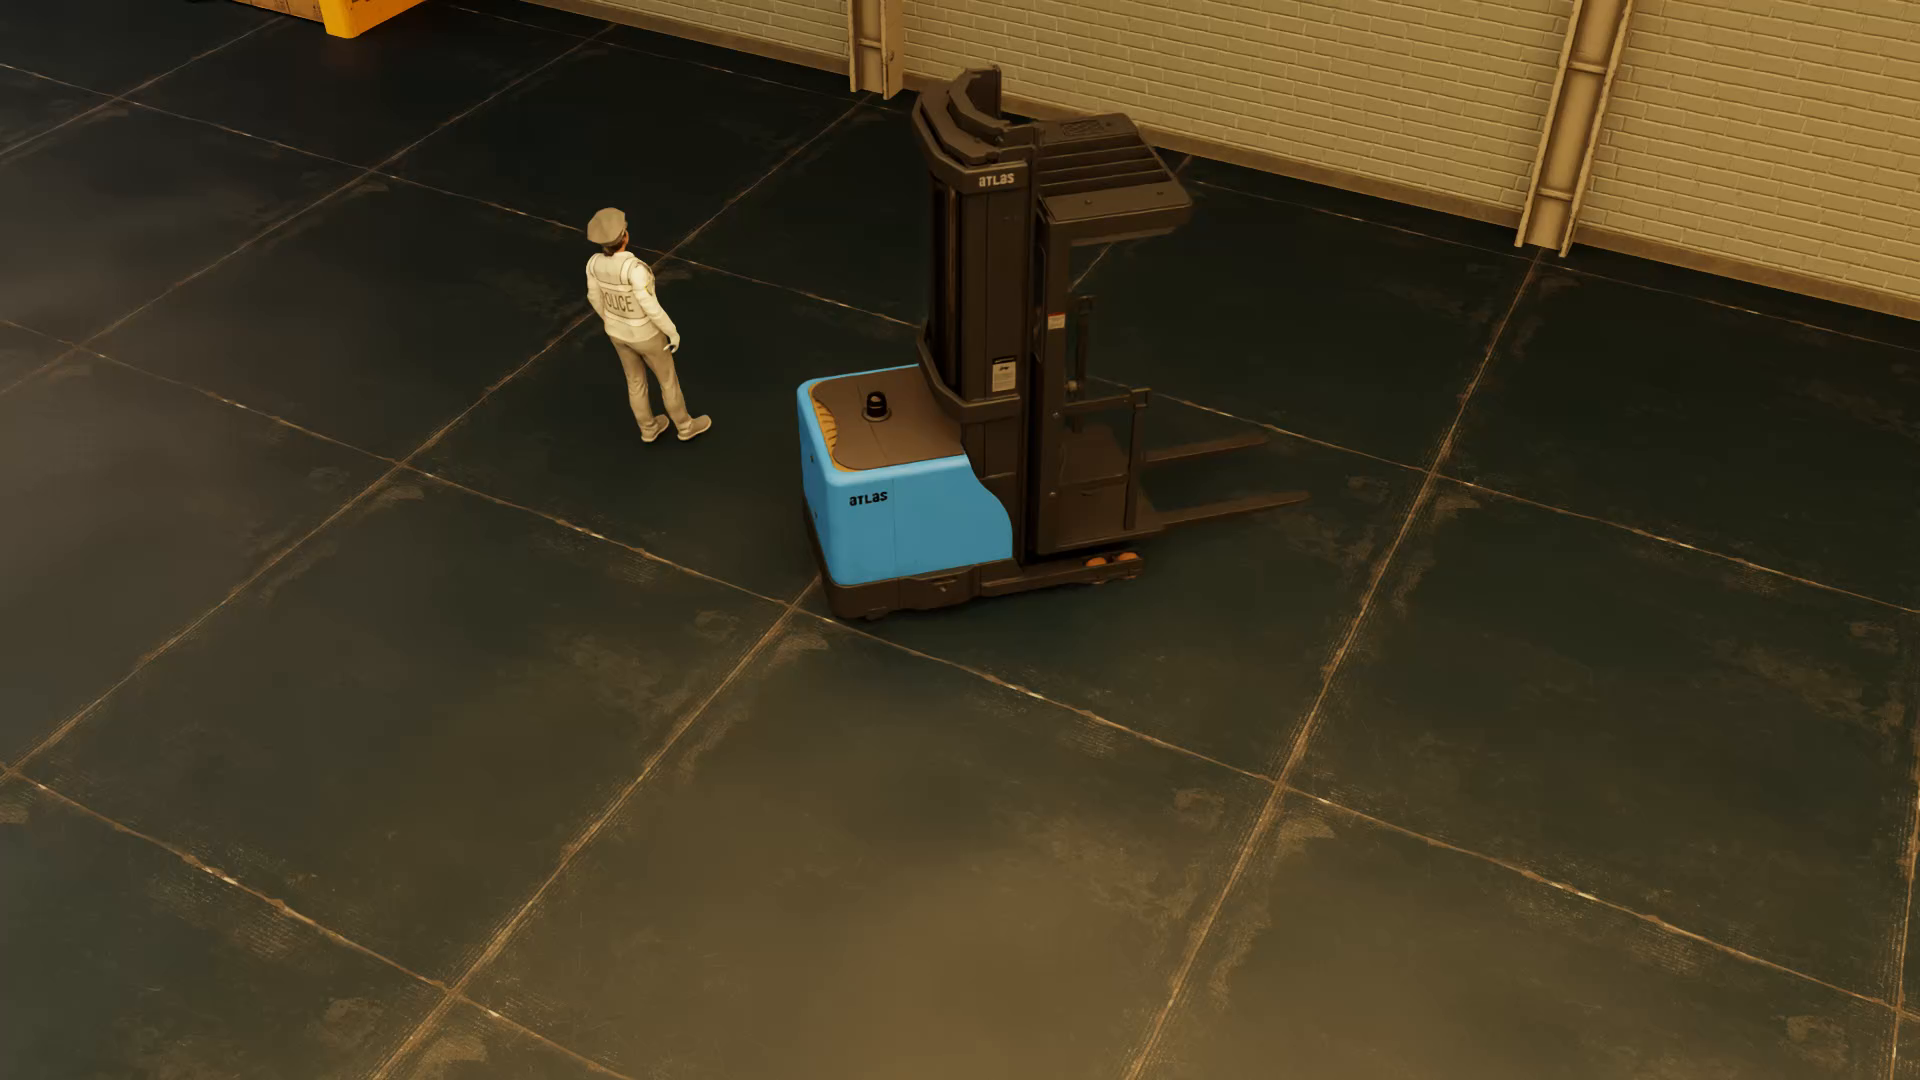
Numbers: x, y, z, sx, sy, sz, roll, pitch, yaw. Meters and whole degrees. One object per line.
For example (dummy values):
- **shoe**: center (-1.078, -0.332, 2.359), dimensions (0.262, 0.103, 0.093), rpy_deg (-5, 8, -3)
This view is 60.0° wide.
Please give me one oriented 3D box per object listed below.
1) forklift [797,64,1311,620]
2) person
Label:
- **forklift**: center (0.610, -1.173, 9.380), dimensions (3.031, 2.935, 1.130), rpy_deg (-10, 41, -11)
- **person**: center (-2.018, -1.367, 10.560), dimensions (0.583, 1.696, 0.530), rpy_deg (18, 43, 20)
